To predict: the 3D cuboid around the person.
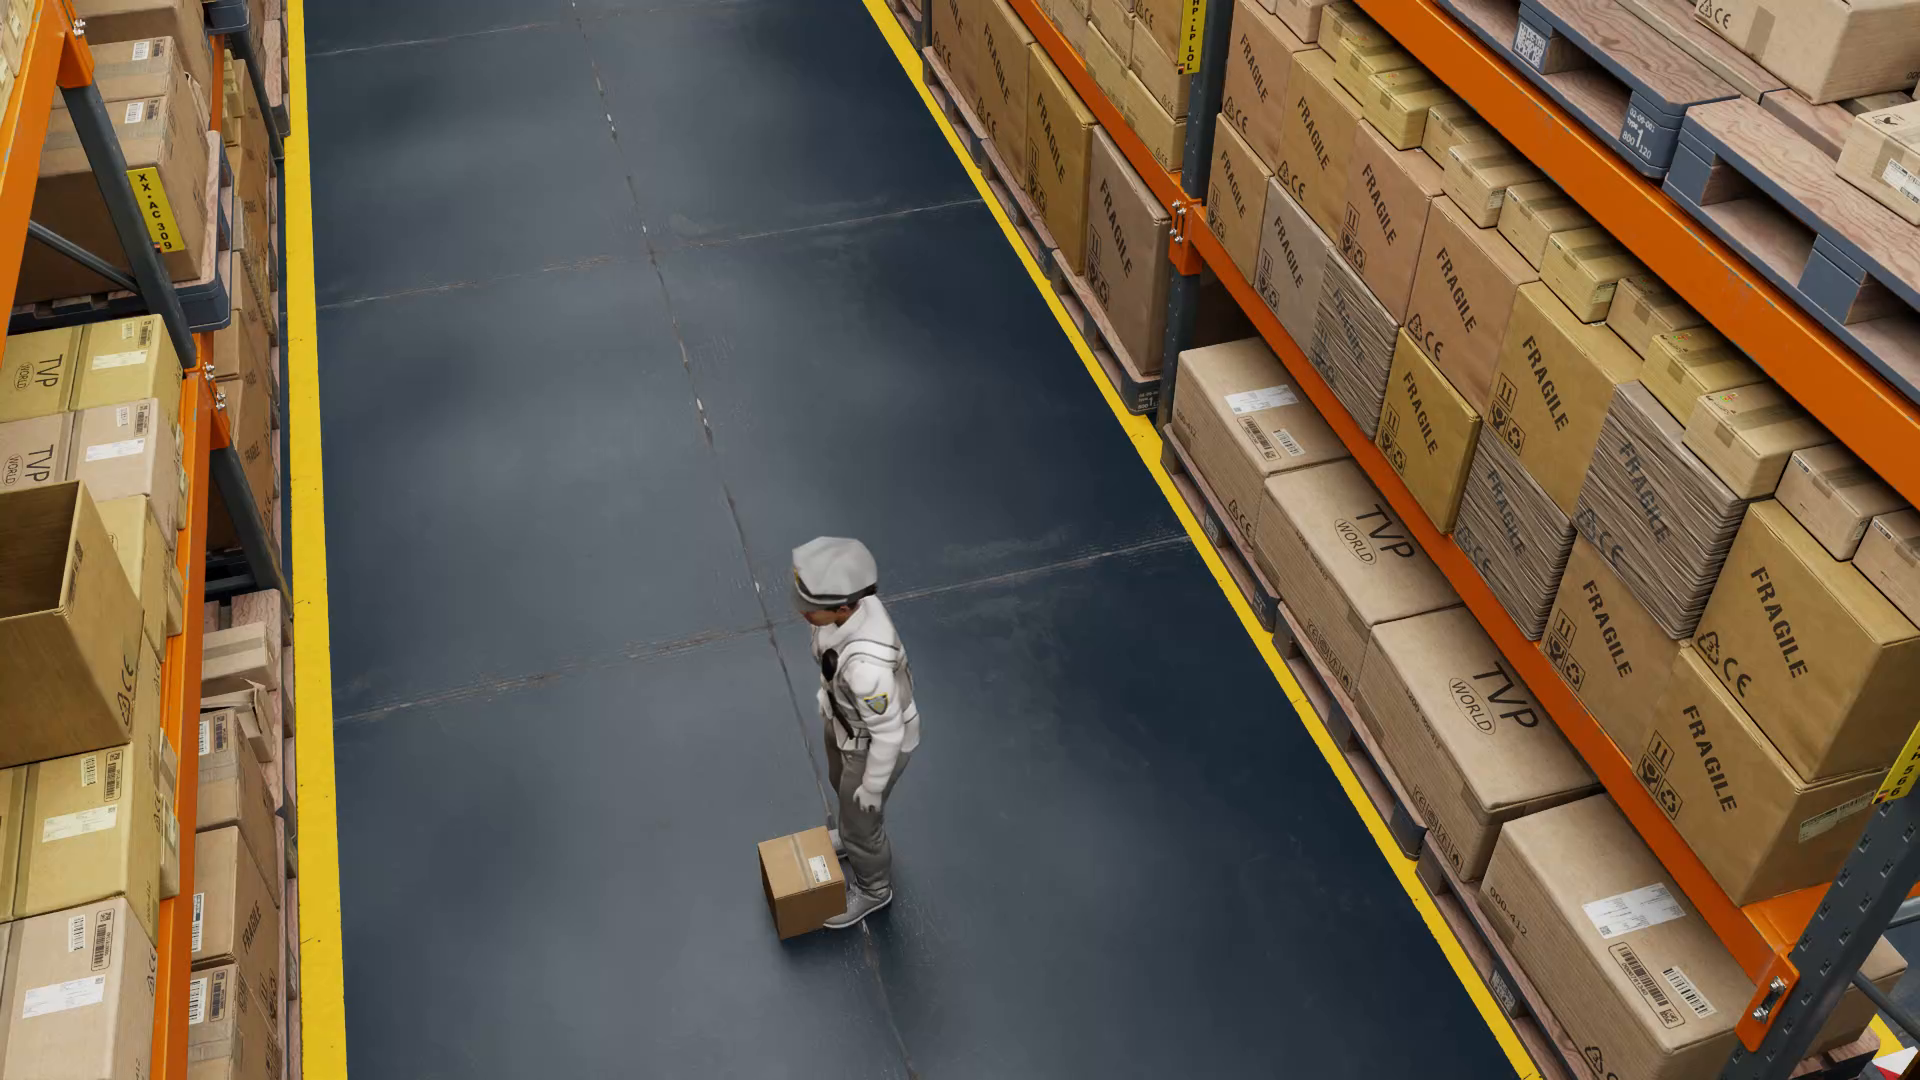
[{"bbox_3d":[-0.345,0.645,5.454,0.405,1.663,0.540,-13,44,-14],"label":"person"}]
